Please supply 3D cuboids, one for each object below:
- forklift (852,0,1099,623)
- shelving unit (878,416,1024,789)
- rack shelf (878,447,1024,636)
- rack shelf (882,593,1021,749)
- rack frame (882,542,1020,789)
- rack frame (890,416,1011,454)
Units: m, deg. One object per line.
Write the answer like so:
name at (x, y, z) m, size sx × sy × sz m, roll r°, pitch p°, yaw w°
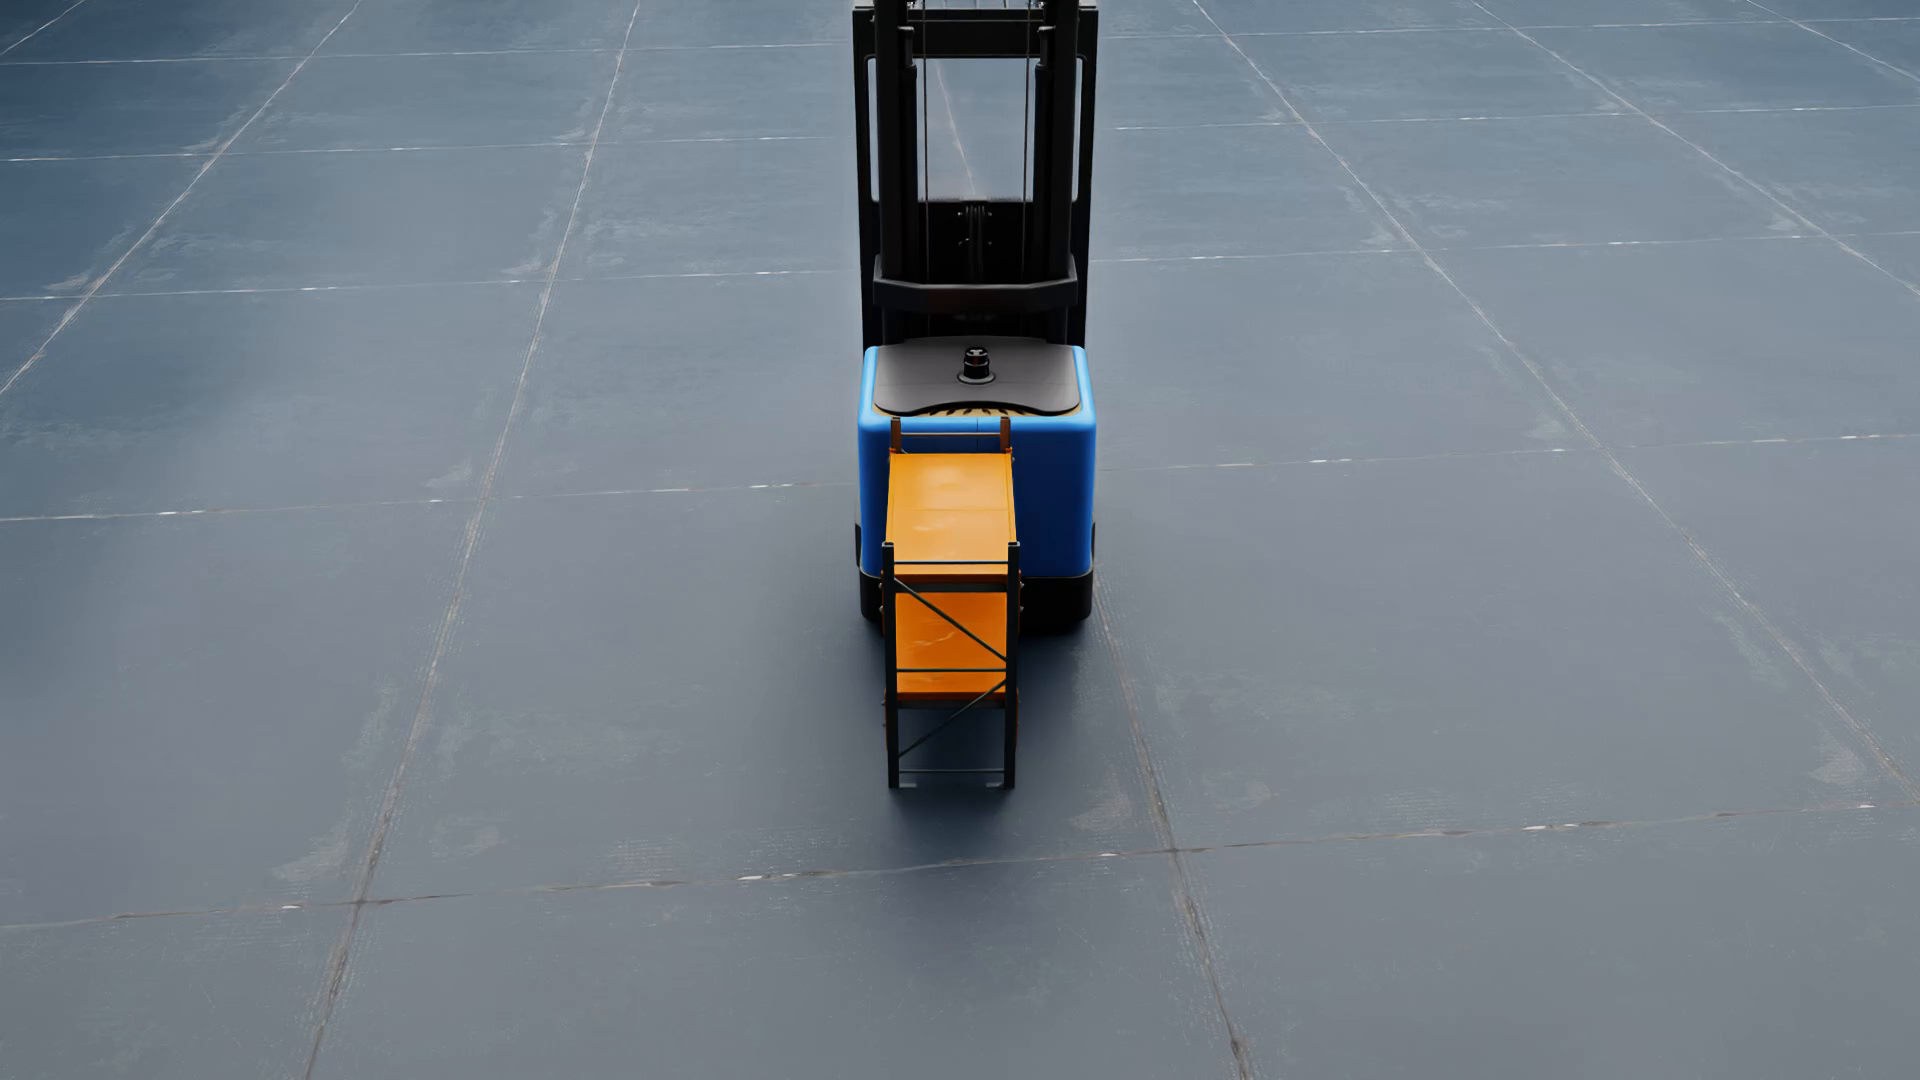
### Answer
forklift at (0.066, -1.599, 8.068) m, size 1.130 × 2.935 × 3.031 m, roll 0°, pitch 31°, yaw 0°
shelving unit at (-0.036, 0.237, 6.757) m, size 0.538 × 1.125 × 1.048 m, roll 0°, pitch 31°, yaw 0°
rack shelf at (-0.036, -0.015, 6.607) m, size 0.538 × 0.278 × 1.000 m, roll 0°, pitch 31°, yaw 0°
rack shelf at (-0.036, 0.447, 6.882) m, size 0.538 × 0.278 × 1.000 m, roll 0°, pitch 31°, yaw 0°
rack frame at (-0.033, 0.497, 6.320) m, size 0.500 × 1.125 × 0.032 m, roll 0°, pitch 31°, yaw 0°
rack frame at (-0.039, -0.024, 7.193) m, size 0.500 × 1.125 × 0.032 m, roll 0°, pitch 31°, yaw 0°
